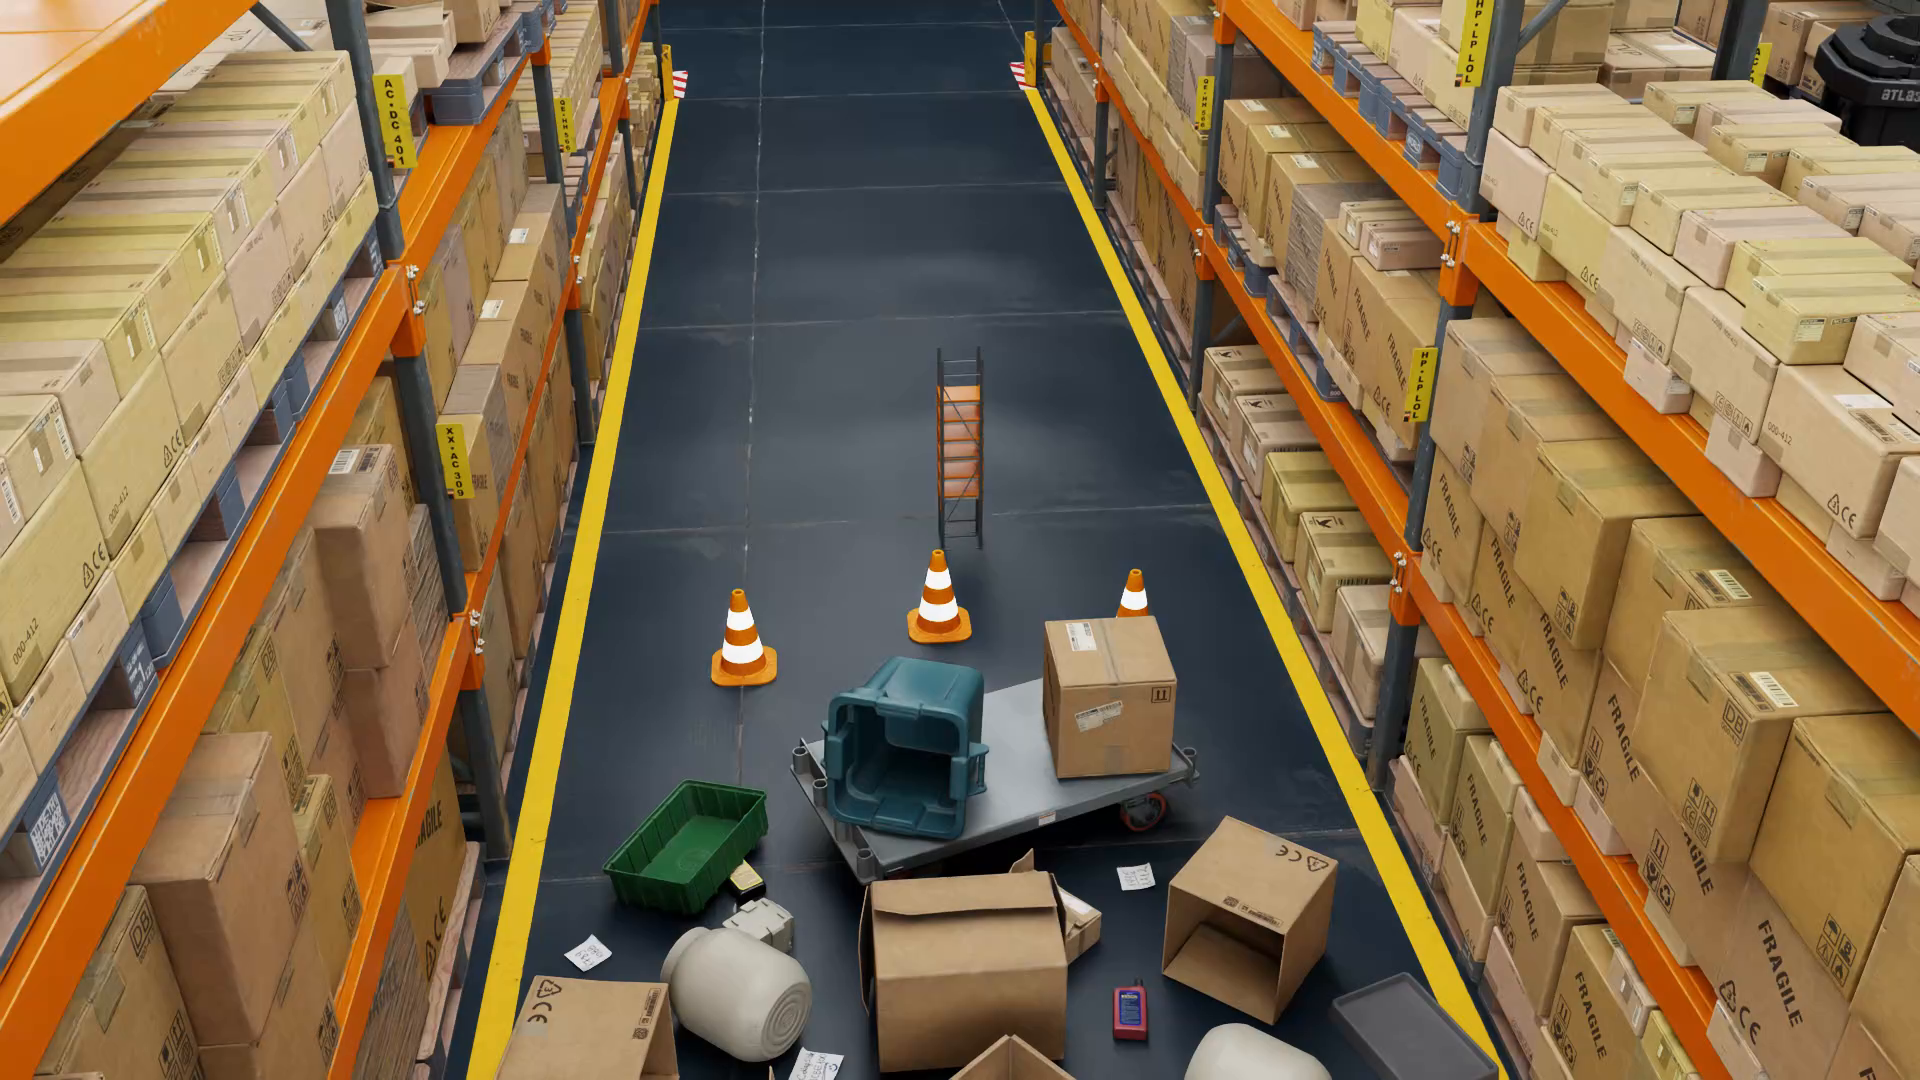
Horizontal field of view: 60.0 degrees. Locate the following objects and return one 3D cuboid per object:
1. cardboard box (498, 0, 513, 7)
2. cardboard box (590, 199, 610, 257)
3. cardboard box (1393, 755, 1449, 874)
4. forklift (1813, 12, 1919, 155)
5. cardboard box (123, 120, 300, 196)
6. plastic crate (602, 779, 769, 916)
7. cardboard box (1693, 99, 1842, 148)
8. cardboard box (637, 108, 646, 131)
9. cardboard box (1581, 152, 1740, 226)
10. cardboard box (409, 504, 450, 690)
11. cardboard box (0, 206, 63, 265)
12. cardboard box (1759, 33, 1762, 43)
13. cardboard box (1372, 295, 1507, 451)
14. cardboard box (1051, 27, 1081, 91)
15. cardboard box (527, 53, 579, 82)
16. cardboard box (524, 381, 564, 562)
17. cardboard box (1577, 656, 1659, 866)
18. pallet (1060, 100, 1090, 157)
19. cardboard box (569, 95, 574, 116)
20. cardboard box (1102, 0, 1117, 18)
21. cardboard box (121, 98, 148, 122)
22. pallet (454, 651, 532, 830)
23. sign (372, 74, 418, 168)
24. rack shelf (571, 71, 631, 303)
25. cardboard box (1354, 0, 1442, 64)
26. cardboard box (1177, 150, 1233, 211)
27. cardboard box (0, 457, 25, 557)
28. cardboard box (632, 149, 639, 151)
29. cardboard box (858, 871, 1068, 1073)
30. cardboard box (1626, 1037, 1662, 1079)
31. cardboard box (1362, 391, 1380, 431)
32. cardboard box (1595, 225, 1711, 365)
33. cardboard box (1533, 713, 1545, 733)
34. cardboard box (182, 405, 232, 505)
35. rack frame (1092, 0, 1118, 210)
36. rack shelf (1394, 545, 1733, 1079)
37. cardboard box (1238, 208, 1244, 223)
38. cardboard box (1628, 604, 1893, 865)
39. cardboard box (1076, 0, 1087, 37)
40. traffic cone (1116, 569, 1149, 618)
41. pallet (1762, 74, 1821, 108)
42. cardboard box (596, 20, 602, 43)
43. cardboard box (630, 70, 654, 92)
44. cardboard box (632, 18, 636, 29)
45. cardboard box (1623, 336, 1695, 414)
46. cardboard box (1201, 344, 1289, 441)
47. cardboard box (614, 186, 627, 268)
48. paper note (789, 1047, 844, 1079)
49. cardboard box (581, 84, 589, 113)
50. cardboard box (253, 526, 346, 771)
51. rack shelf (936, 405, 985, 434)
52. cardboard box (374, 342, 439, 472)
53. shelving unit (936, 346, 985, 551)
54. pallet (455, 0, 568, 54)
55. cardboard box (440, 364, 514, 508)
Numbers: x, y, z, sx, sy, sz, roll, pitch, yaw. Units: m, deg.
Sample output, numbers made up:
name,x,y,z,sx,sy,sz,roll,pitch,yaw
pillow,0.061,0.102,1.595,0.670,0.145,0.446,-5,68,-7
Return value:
name,x,y,z,sx,sy,sz,roll,pitch,yaw
cardboard box,-2.476,-2.865,8.277,0.500,0.311,0.500,-3,31,-5
cardboard box,-2.777,-2.217,11.834,0.500,0.250,0.500,-3,31,-4
cardboard box,2.206,1.156,7.162,0.500,0.250,0.500,-4,31,-7
forklift,5.209,-1.226,8.944,3.031,2.935,1.130,7,32,12
cardboard box,-2.078,-1.059,4.633,0.380,0.149,0.250,-2,31,-4
plastic crate,-1.178,1.339,7.270,0.450,0.188,0.662,4,30,26
cardboard box,2.768,-1.400,5.712,0.380,0.149,0.250,-3,31,-6
cardboard box,-3.118,-3.898,15.431,0.380,0.149,0.250,-3,31,-5
cardboard box,2.192,-1.102,5.213,0.380,0.149,0.250,-3,31,-5
cardboard box,-2.452,0.254,6.254,0.875,0.550,0.550,-3,31,-5
cardboard box,-2.636,-0.666,4.364,0.500,0.250,0.500,-3,31,-5
cardboard box,6.362,-3.878,13.039,0.396,0.266,0.258,-1,31,-2
cardboard box,2.148,-0.734,7.258,0.500,0.500,0.500,-3,31,-6
cardboard box,1.460,-5.033,17.341,0.875,0.438,0.875,-4,31,-6
cardboard box,-2.867,-3.284,11.578,0.380,0.149,0.250,-3,31,-5
cardboard box,-2.820,-0.365,9.221,1.050,0.750,0.750,-2,31,-4
cardboard box,2.355,0.678,5.303,0.500,0.500,0.500,-2,31,-4
pallet,1.562,-4.062,16.345,1.003,0.211,1.213,-3,31,-5
cardboard box,-2.820,-2.899,11.224,0.380,0.149,0.250,-3,31,-5
cardboard box,1.428,-4.477,13.248,0.500,0.500,0.500,-2,31,-4
cardboard box,-2.803,-1.413,5.226,0.380,0.149,0.250,-2,31,-4
pallet,-2.646,0.937,7.976,1.003,0.211,1.213,-3,31,-5
sign,-1.946,-1.441,5.731,0.100,0.325,0.005,-3,31,-5
rack shelf,-3.059,-2.624,11.920,1.077,0.370,4.000,-3,31,-5
cardboard box,2.132,-2.372,7.609,0.500,0.250,0.500,-2,31,-4
cardboard box,1.741,-2.382,10.960,0.500,0.250,0.500,-4,31,-6
cardboard box,-1.886,-0.017,2.889,0.380,0.149,0.250,-3,31,-5
cardboard box,-3.060,-3.372,14.842,0.380,0.149,0.250,-3,31,-5
cardboard box,0.013,1.645,6.374,0.797,0.637,0.503,-3,31,-5
cardboard box,2.407,1.899,5.187,0.500,0.500,0.500,-2,31,-3
cardboard box,2.090,-0.616,7.692,0.380,0.149,0.250,-4,31,-6
cardboard box,2.280,-0.753,5.016,0.500,0.250,0.500,-2,31,-4
cardboard box,2.305,0.649,5.984,0.380,0.149,0.250,-3,31,-5
cardboard box,-1.980,-0.195,3.965,0.380,0.149,0.250,-2,31,-4
rack frame,1.673,-4.243,13.929,1.000,3.000,0.127,-3,31,-5
rack shelf,2.607,1.171,5.566,1.077,0.370,4.000,-3,31,-5
cardboard box,1.885,-1.952,9.929,0.380,0.149,0.250,-5,31,-8
cardboard box,2.339,0.519,4.593,0.700,0.500,0.500,-3,31,-5
cardboard box,1.321,-4.773,14.718,0.500,0.500,0.500,-3,31,-6
traffic cone,0.910,0.365,8.689,0.336,0.463,0.334,-3,31,-5
pallet,6.802,-3.351,12.622,1.003,0.211,1.213,-3,31,-5
cardboard box,-3.013,-3.961,13.002,0.380,0.149,0.250,-2,31,-3
cardboard box,-3.160,-4.423,16.021,0.380,0.149,0.250,-2,31,-3
cardboard box,-3.118,-4.677,14.900,0.380,0.149,0.250,-1,31,-2
cardboard box,2.238,-0.505,4.991,0.380,0.149,0.250,-3,31,-6
cardboard box,2.089,-0.964,10.592,0.950,0.372,0.625,-5,31,-8
cardboard box,-2.879,-2.434,12.928,0.500,0.500,0.500,-3,31,-6
paper note,-0.550,2.014,6.357,0.172,0.023,0.155,8,32,13
cardboard box,-2.887,-3.168,11.965,0.380,0.149,0.250,-1,31,-2
cardboard box,-2.418,0.350,5.040,0.875,0.550,0.550,-3,31,-5
rack shelf,0.001,-0.676,9.330,0.258,0.103,0.180,-3,31,-5
cardboard box,-2.551,-0.595,6.749,0.700,0.500,0.500,-3,31,-5
shelving unit,0.001,-0.508,9.430,0.258,1.200,0.189,-3,31,-5
pallet,-2.760,-2.792,8.759,1.213,0.211,1.003,-1,31,-2
cardboard box,-2.328,-0.452,7.484,0.500,0.500,0.500,-3,31,-4
